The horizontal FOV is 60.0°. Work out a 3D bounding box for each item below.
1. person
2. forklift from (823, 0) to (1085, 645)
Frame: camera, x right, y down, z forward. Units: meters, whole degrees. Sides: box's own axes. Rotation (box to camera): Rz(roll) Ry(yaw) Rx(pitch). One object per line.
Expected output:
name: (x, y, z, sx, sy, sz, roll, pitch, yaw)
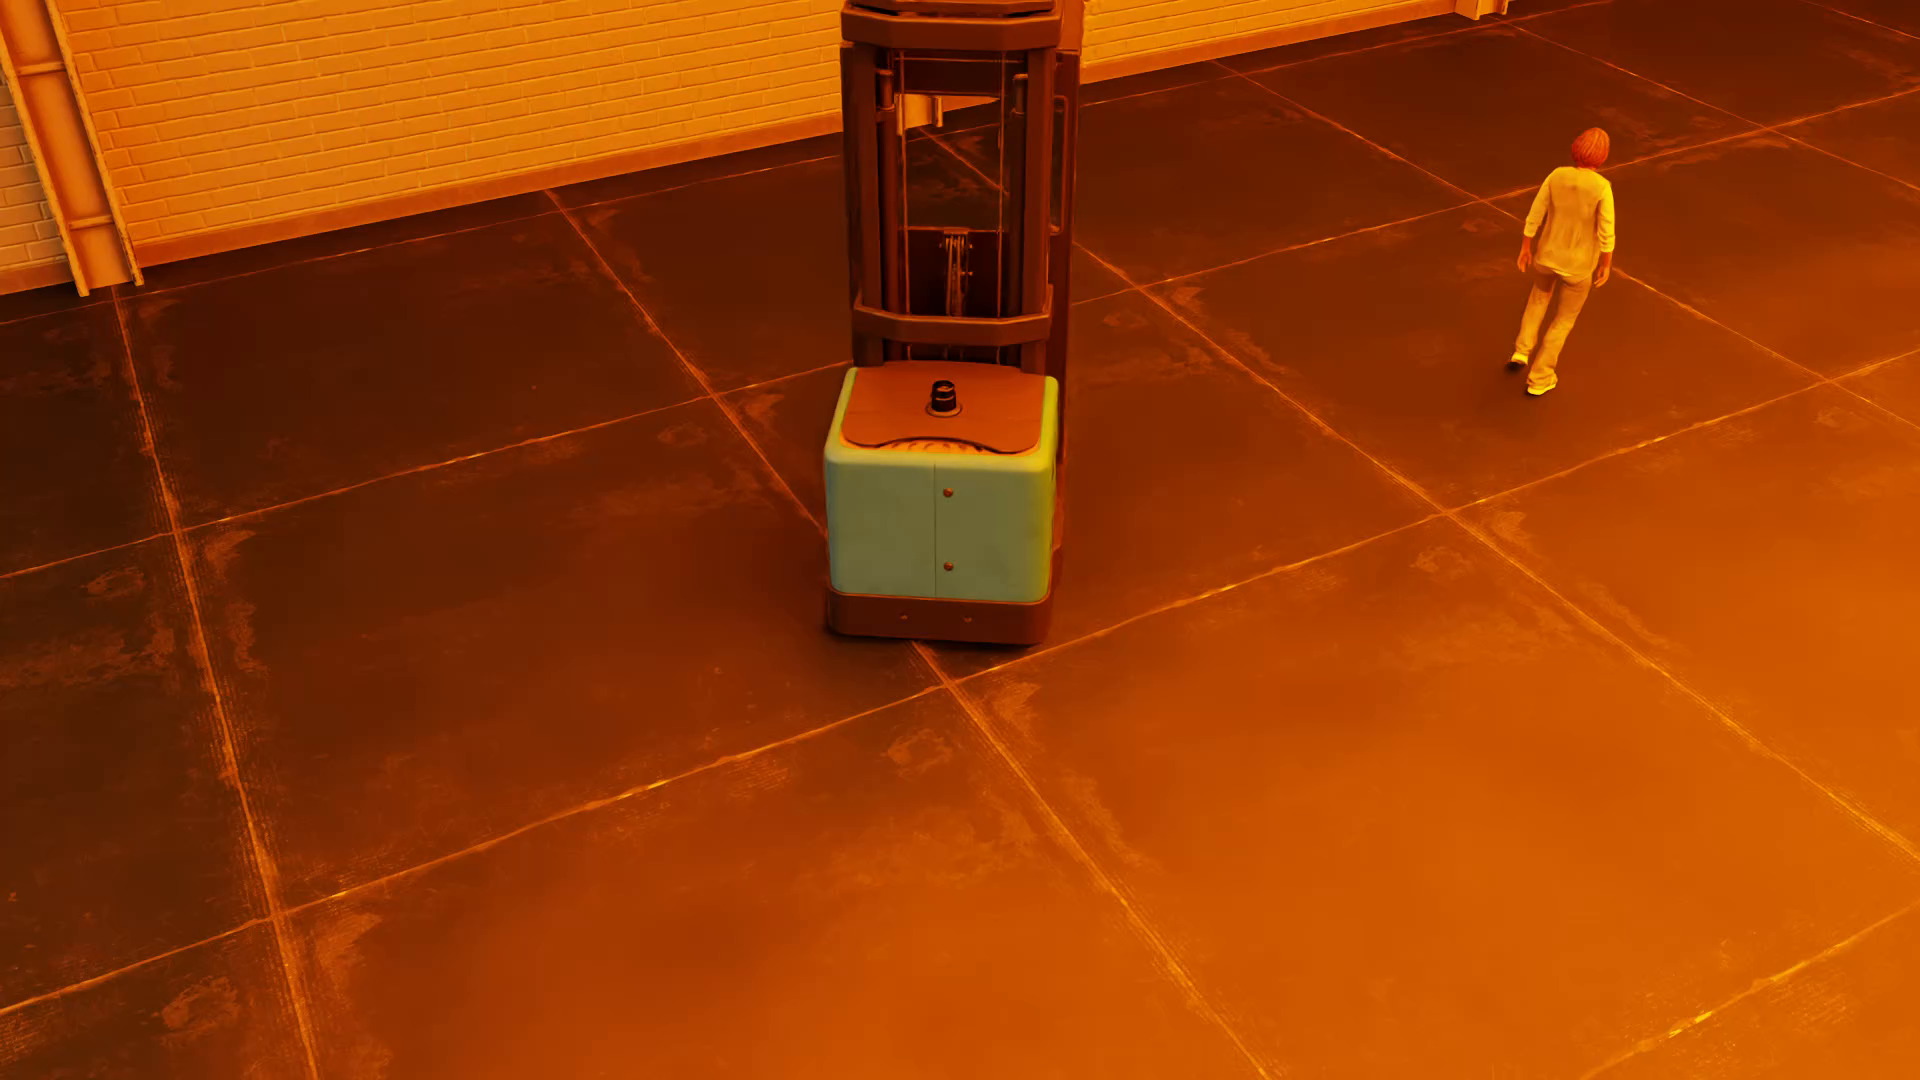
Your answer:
person: (3.488, -1.586, 9.587, 0.510, 1.627, 0.459, 28, 44, 33)
forklift: (0.022, -1.536, 8.296, 1.130, 2.935, 3.031, 3, 35, 4)
